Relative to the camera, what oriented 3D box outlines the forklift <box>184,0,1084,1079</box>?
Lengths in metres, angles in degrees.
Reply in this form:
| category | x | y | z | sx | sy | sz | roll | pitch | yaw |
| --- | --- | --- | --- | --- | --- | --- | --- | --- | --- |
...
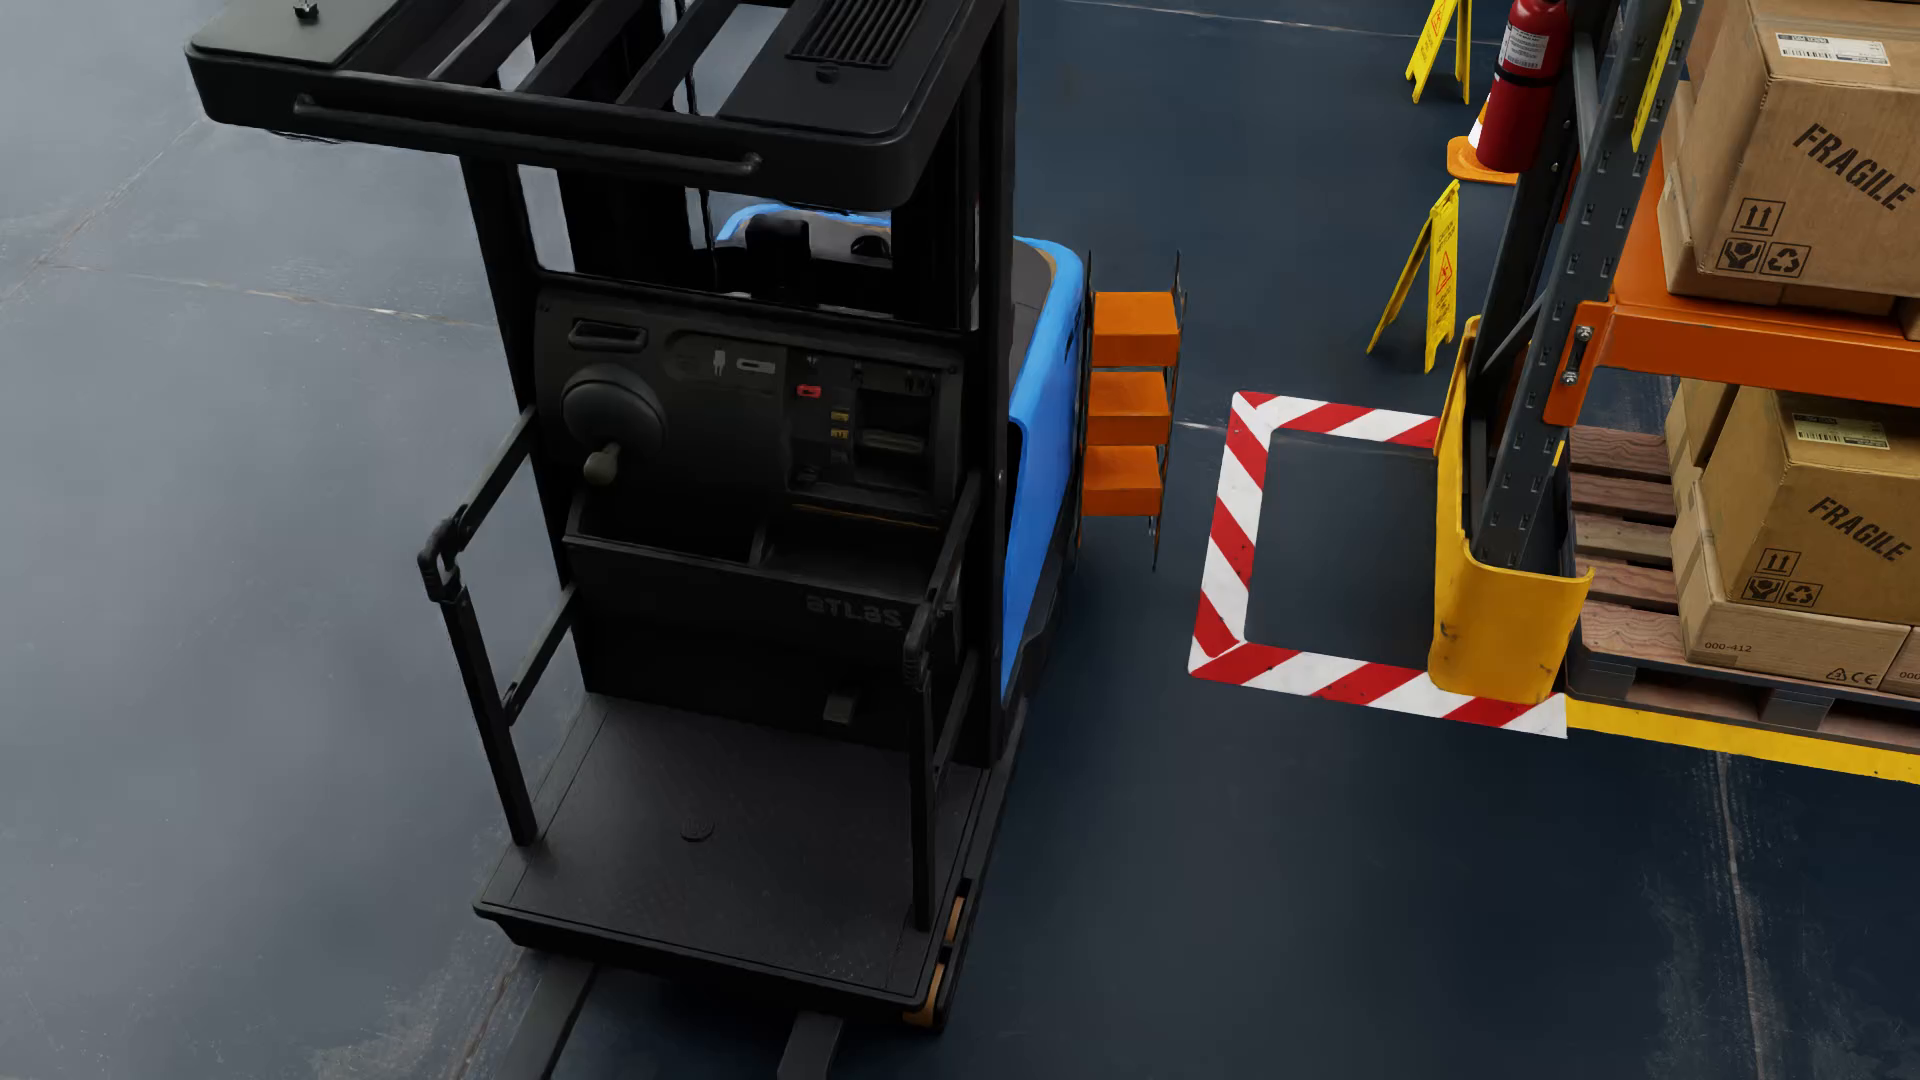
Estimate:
| category | x | y | z | sx | sy | sz | roll | pitch | yaw |
| --- | --- | --- | --- | --- | --- | --- | --- | --- | --- |
| forklift | -0.497 | -0.180 | 3.323 | 1.130 | 2.935 | 3.031 | 10 | 45 | 10 |

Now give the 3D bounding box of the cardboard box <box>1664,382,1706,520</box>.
| category | x | y | z | sx | sy | sz | roll | pitch | yaw |
| --- | --- | --- | --- | --- | --- | --- | --- | --- | --- |
| cardboard box | 2.444 | -0.249 | 5.026 | 0.500 | 0.250 | 0.500 | 9 | 45 | 9 |

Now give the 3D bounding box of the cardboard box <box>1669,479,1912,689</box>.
| category | x | y | z | sx | sy | sz | roll | pitch | yaw |
| --- | --- | --- | --- | --- | --- | --- | --- | --- | --- |
| cardboard box | 2.299 | 0.116 | 4.646 | 0.500 | 0.250 | 0.500 | 8 | 45 | 9 |

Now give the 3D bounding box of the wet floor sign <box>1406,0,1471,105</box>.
| category | x | y | z | sx | sy | sz | roll | pitch | yaw |
| --- | --- | --- | --- | --- | --- | --- | --- | --- | --- |
| wet floor sign | 2.094 | -2.214 | 7.085 | 0.232 | 0.644 | 0.267 | 2 | 44 | 2 |

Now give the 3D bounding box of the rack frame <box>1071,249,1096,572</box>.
| category | x | y | z | sx | sy | sz | roll | pitch | yaw |
| --- | --- | --- | --- | --- | --- | --- | --- | --- | --- |
| rack frame | 0.357 | -0.349 | 4.855 | 0.008 | 1.050 | 0.200 | 0 | 44 | 0 |

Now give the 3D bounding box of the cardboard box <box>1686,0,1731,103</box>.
| category | x | y | z | sx | sy | sz | roll | pitch | yaw |
| --- | --- | --- | --- | --- | --- | --- | --- | --- | --- |
| cardboard box | 2.162 | -1.280 | 4.130 | 0.500 | 0.500 | 0.500 | 8 | 44 | 8 |

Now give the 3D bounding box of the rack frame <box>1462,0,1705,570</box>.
| category | x | y | z | sx | sy | sz | roll | pitch | yaw |
| --- | --- | --- | --- | --- | --- | --- | --- | --- | --- |
| rack frame | 1.573 | -1.033 | 4.160 | 0.127 | 3.000 | 1.000 | 9 | 45 | 9 |

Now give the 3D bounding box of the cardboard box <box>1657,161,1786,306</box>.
| category | x | y | z | sx | sy | sz | roll | pitch | yaw |
| --- | --- | --- | --- | --- | --- | --- | --- | --- | --- |
| cardboard box | 1.859 | -0.751 | 4.048 | 0.250 | 0.149 | 0.380 | 9 | 45 | 9 |

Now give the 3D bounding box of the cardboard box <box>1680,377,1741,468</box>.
| category | x | y | z | sx | sy | sz | roll | pitch | yaw |
| --- | --- | --- | --- | --- | --- | --- | --- | --- | --- |
| cardboard box | 2.411 | -0.519 | 4.765 | 0.500 | 0.500 | 0.500 | 9 | 45 | 9 |

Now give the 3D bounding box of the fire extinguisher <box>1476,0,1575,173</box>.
| category | x | y | z | sx | sy | sz | roll | pitch | yaw |
| --- | --- | --- | --- | --- | --- | --- | --- | --- | --- |
| fire extinguisher | 1.561 | -1.334 | 4.529 | 0.183 | 0.674 | 0.296 | 9 | 45 | 9 |

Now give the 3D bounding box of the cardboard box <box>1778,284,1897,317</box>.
| category | x | y | z | sx | sy | sz | roll | pitch | yaw |
| --- | --- | --- | --- | --- | --- | --- | --- | --- | --- |
| cardboard box | 2.108 | -0.722 | 4.018 | 0.250 | 0.149 | 0.380 | 9 | 45 | 10 |

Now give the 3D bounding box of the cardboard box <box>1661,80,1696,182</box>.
| category | x | y | z | sx | sy | sz | roll | pitch | yaw |
| --- | --- | --- | --- | --- | --- | --- | --- | --- | --- |
| cardboard box | 1.984 | -1.030 | 4.339 | 0.250 | 0.149 | 0.380 | 10 | 45 | 10 |

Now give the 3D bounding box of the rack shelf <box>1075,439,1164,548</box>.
| category | x | y | z | sx | sy | sz | roll | pitch | yaw |
| --- | --- | --- | --- | --- | --- | --- | --- | --- | --- |
| rack shelf | 0.479 | -0.141 | 5.055 | 0.240 | 0.259 | 0.215 | 0 | 44 | 0 |

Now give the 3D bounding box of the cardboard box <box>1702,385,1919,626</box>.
| category | x | y | z | sx | sy | sz | roll | pitch | yaw |
| --- | --- | --- | --- | --- | --- | --- | --- | --- | --- |
| cardboard box | 2.323 | -0.151 | 4.383 | 0.500 | 0.500 | 0.500 | 7 | 44 | 8 |

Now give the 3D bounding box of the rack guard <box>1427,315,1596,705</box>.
| category | x | y | z | sx | sy | sz | roll | pitch | yaw |
| --- | --- | --- | --- | --- | --- | --- | --- | --- | --- |
| rack guard | 1.647 | -0.121 | 5.015 | 0.348 | 0.500 | 1.175 | 9 | 45 | 9 |

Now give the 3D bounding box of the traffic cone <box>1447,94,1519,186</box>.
| category | x | y | z | sx | sy | sz | roll | pitch | yaw |
| --- | --- | --- | --- | --- | --- | --- | --- | --- | --- |
| traffic cone | 2.184 | -1.729 | 6.713 | 0.334 | 0.463 | 0.336 | 9 | 45 | 9 |

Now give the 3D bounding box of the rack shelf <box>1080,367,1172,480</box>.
| category | x | y | z | sx | sy | sz | roll | pitch | yaw |
| --- | --- | --- | --- | --- | --- | --- | --- | --- | --- |
| rack shelf | 0.479 | -0.342 | 4.863 | 0.240 | 0.259 | 0.215 | 0 | 44 | 0 |

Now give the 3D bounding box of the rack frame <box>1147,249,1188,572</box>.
| category | x | y | z | sx | sy | sz | roll | pitch | yaw |
| --- | --- | --- | --- | --- | --- | --- | --- | --- | --- |
| rack frame | 0.601 | -0.351 | 4.857 | 0.008 | 1.050 | 0.200 | 0 | 44 | 0 |

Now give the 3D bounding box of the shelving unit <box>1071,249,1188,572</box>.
| category | x | y | z | sx | sy | sz | roll | pitch | yaw |
| --- | --- | --- | --- | --- | --- | --- | --- | --- | --- |
| shelving unit | 0.479 | -0.350 | 4.856 | 0.252 | 1.050 | 0.215 | 0 | 44 | 0 |

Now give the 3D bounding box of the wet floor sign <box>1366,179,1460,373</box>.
| category | x | y | z | sx | sy | sz | roll | pitch | yaw |
| --- | --- | --- | --- | --- | --- | --- | --- | --- | --- |
| wet floor sign | 1.621 | -0.937 | 5.759 | 0.232 | 0.644 | 0.267 | 24 | 49 | 23 |

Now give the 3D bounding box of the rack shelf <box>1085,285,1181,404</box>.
| category | x | y | z | sx | sy | sz | roll | pitch | yaw |
| --- | --- | --- | --- | --- | --- | --- | --- | --- | --- |
| rack shelf | 0.479 | -0.547 | 4.667 | 0.240 | 0.259 | 0.215 | 0 | 44 | 0 |

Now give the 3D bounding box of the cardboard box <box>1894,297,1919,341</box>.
| category | x | y | z | sx | sy | sz | roll | pitch | yaw |
| --- | --- | --- | --- | --- | --- | --- | --- | --- | --- |
| cardboard box | 2.349 | -0.627 | 3.920 | 0.250 | 0.149 | 0.380 | 8 | 44 | 8 |

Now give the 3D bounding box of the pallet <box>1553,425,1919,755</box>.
| category | x | y | z | sx | sy | sz | roll | pitch | yaw |
| --- | --- | --- | --- | --- | --- | --- | --- | --- | --- |
| pallet | 2.432 | 0.130 | 4.962 | 1.213 | 0.211 | 1.003 | 9 | 45 | 9 |

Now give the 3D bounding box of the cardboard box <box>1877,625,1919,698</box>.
| category | x | y | z | sx | sy | sz | roll | pitch | yaw |
| --- | --- | --- | --- | --- | --- | --- | --- | --- | --- |
| cardboard box | 2.796 | 0.198 | 4.561 | 0.500 | 0.250 | 0.500 | 10 | 45 | 11 |

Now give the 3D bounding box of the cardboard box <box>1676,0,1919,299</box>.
| category | x | y | z | sx | sy | sz | roll | pitch | yaw |
| --- | --- | --- | --- | --- | --- | --- | --- | --- | --- |
| cardboard box | 1.974 | -0.917 | 3.753 | 0.500 | 0.500 | 0.500 | 8 | 45 | 8 |

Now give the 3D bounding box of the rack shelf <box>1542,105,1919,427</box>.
| category | x | y | z | sx | sy | sz | roll | pitch | yaw |
| --- | --- | --- | --- | --- | --- | --- | --- | --- | --- |
| rack shelf | 3.524 | -0.471 | 4.095 | 4.000 | 0.370 | 1.077 | 9 | 45 | 9 |

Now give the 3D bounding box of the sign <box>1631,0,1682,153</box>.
| category | x | y | z | sx | sy | sz | roll | pitch | yaw |
| --- | --- | --- | --- | --- | --- | --- | --- | --- | --- |
| sign | 1.454 | -0.977 | 3.478 | 0.005 | 0.325 | 0.100 | 9 | 45 | 9 |
